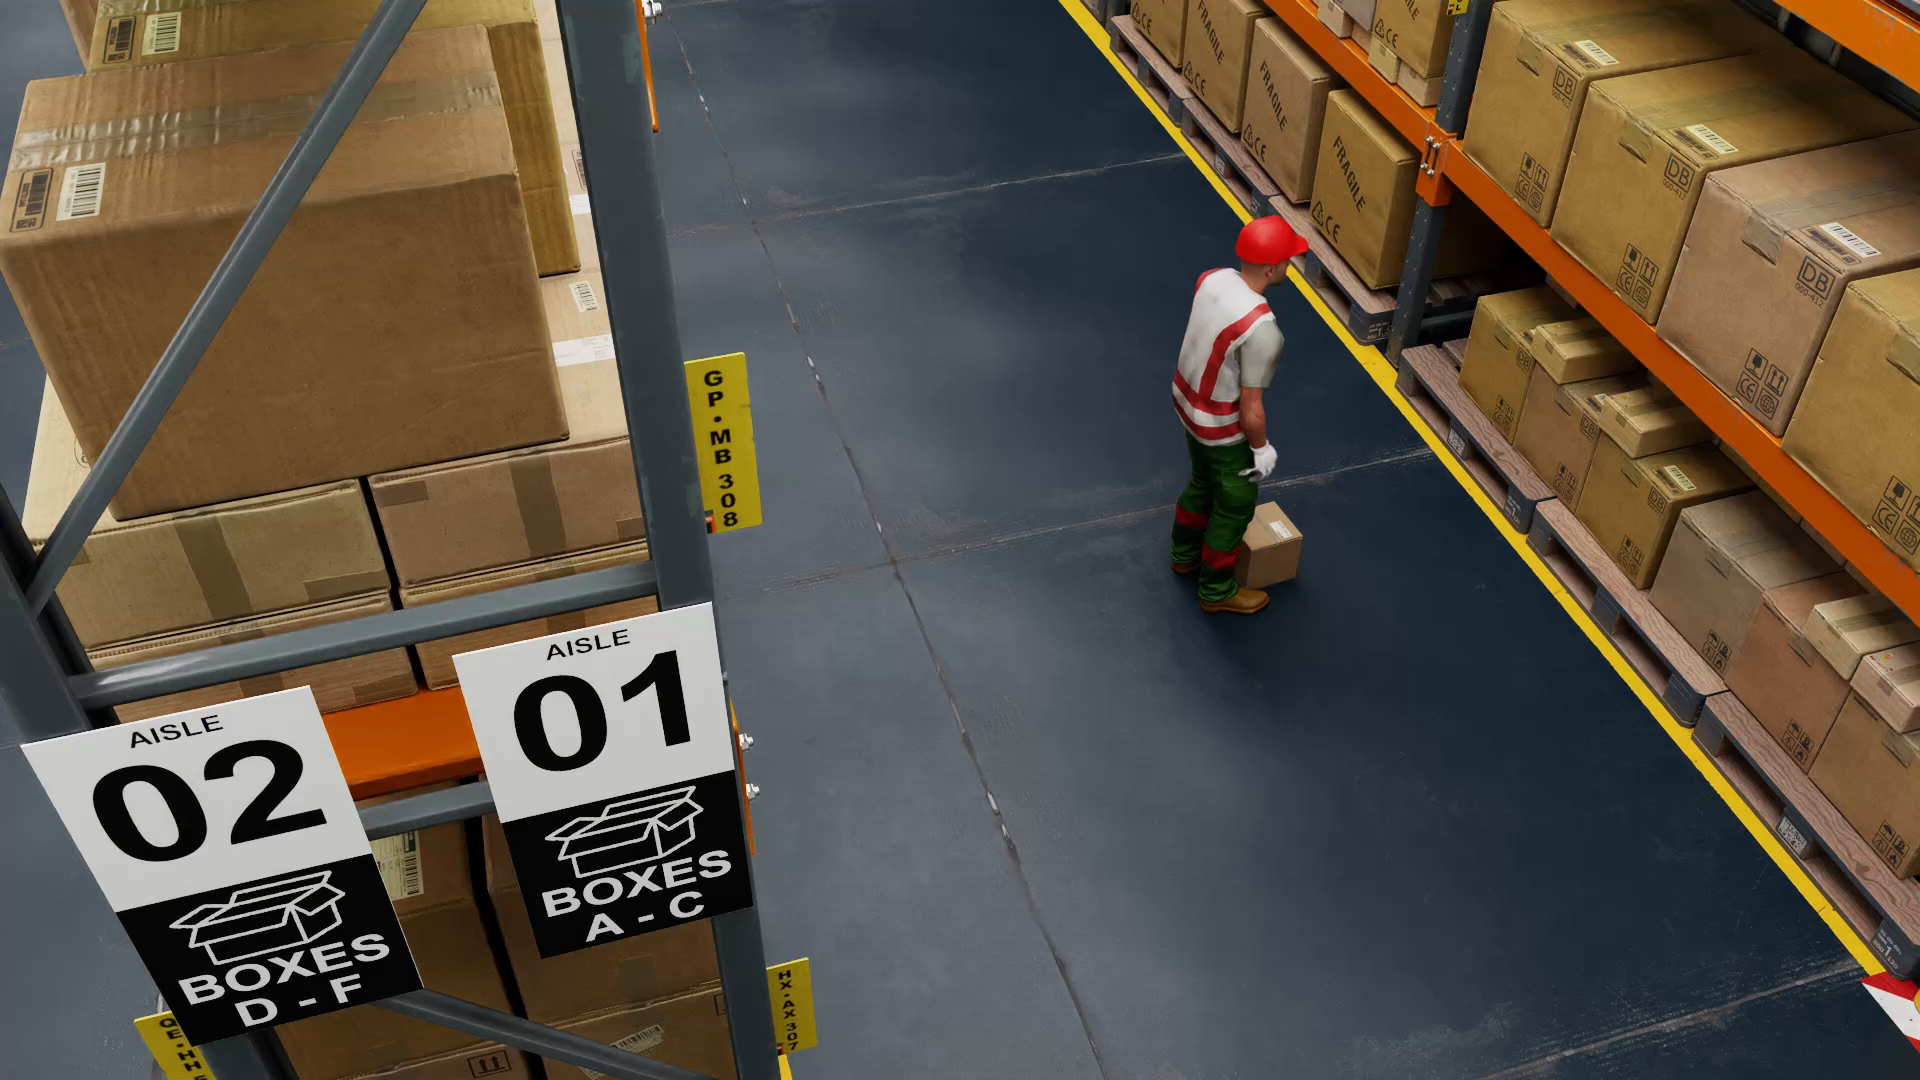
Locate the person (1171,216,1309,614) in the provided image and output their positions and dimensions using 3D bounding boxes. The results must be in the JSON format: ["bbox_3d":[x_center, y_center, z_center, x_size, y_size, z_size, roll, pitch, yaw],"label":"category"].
[{"bbox_3d":[1.094,-0.495,6.702,0.453,1.779,0.608,-12,43,-13],"label":"person"}]
